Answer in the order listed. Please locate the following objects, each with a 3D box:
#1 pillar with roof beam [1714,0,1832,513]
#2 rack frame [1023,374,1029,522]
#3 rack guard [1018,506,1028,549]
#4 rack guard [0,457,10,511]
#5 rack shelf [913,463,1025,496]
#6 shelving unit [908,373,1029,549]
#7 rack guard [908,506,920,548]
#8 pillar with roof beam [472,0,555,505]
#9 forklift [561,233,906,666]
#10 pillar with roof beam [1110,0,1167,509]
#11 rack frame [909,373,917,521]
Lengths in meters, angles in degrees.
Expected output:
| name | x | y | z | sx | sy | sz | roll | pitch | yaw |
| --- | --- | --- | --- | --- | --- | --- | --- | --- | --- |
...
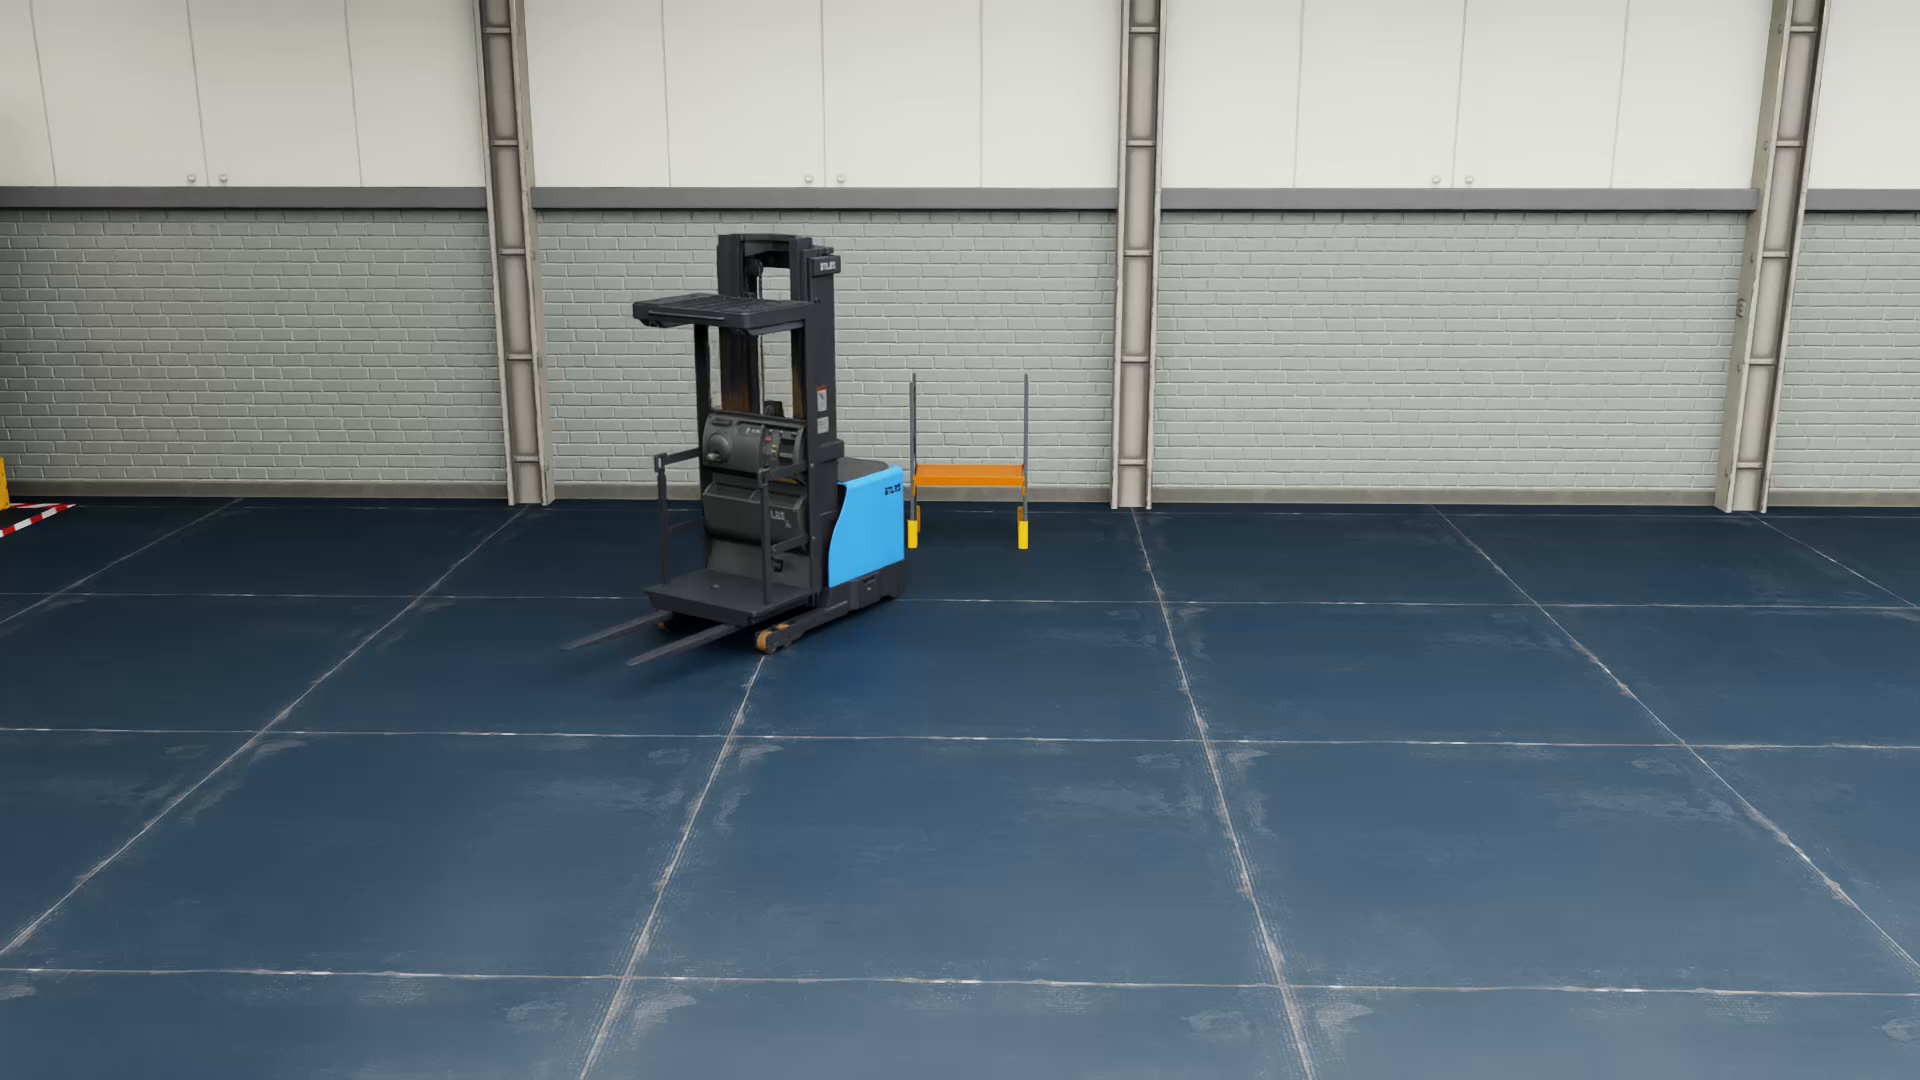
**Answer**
| name | x | y | z | sx | sy | sz | roll | pitch | yaw |
| --- | --- | --- | --- | --- | --- | --- | --- | --- | --- |
| pillar with roof beam | 7.585 | -3.561 | 11.108 | 0.400 | 9.000 | 9.100 | 0 | 15 | 1 |
| rack frame | 0.593 | -0.721 | 15.044 | 0.032 | 1.500 | 0.500 | 0 | 15 | 1 |
| rack guard | 0.574 | -0.117 | 15.204 | 0.087 | 0.250 | 0.587 | 0 | 15 | 1 |
| rack guard | -9.602 | -0.432 | 15.909 | 0.348 | 0.500 | 1.175 | 0 | 15 | 1 |
| rack shelf | 0.085 | -0.551 | 15.102 | 1.000 | 0.185 | 0.538 | 0 | 15 | 1 |
| shelving unit | 0.076 | -0.725 | 15.057 | 1.083 | 1.500 | 0.587 | 0 | 15 | 1 |
| rack guard | -0.422 | -0.124 | 15.229 | 0.087 | 0.250 | 0.587 | 0 | 15 | 1 |
| pillar with roof beam | -4.411 | -3.639 | 11.405 | 0.400 | 9.000 | 9.100 | 0 | 15 | 1 |
| forklift | -1.665 | -0.728 | 12.265 | 1.130 | 2.935 | 3.031 | 9 | 17 | 32 |
| pillar with roof beam | 1.587 | -3.600 | 11.256 | 0.400 | 9.000 | 9.100 | 0 | 15 | 1 |
| rack frame | -0.423 | -0.728 | 15.069 | 0.032 | 1.500 | 0.500 | 0 | 15 | 1 |
